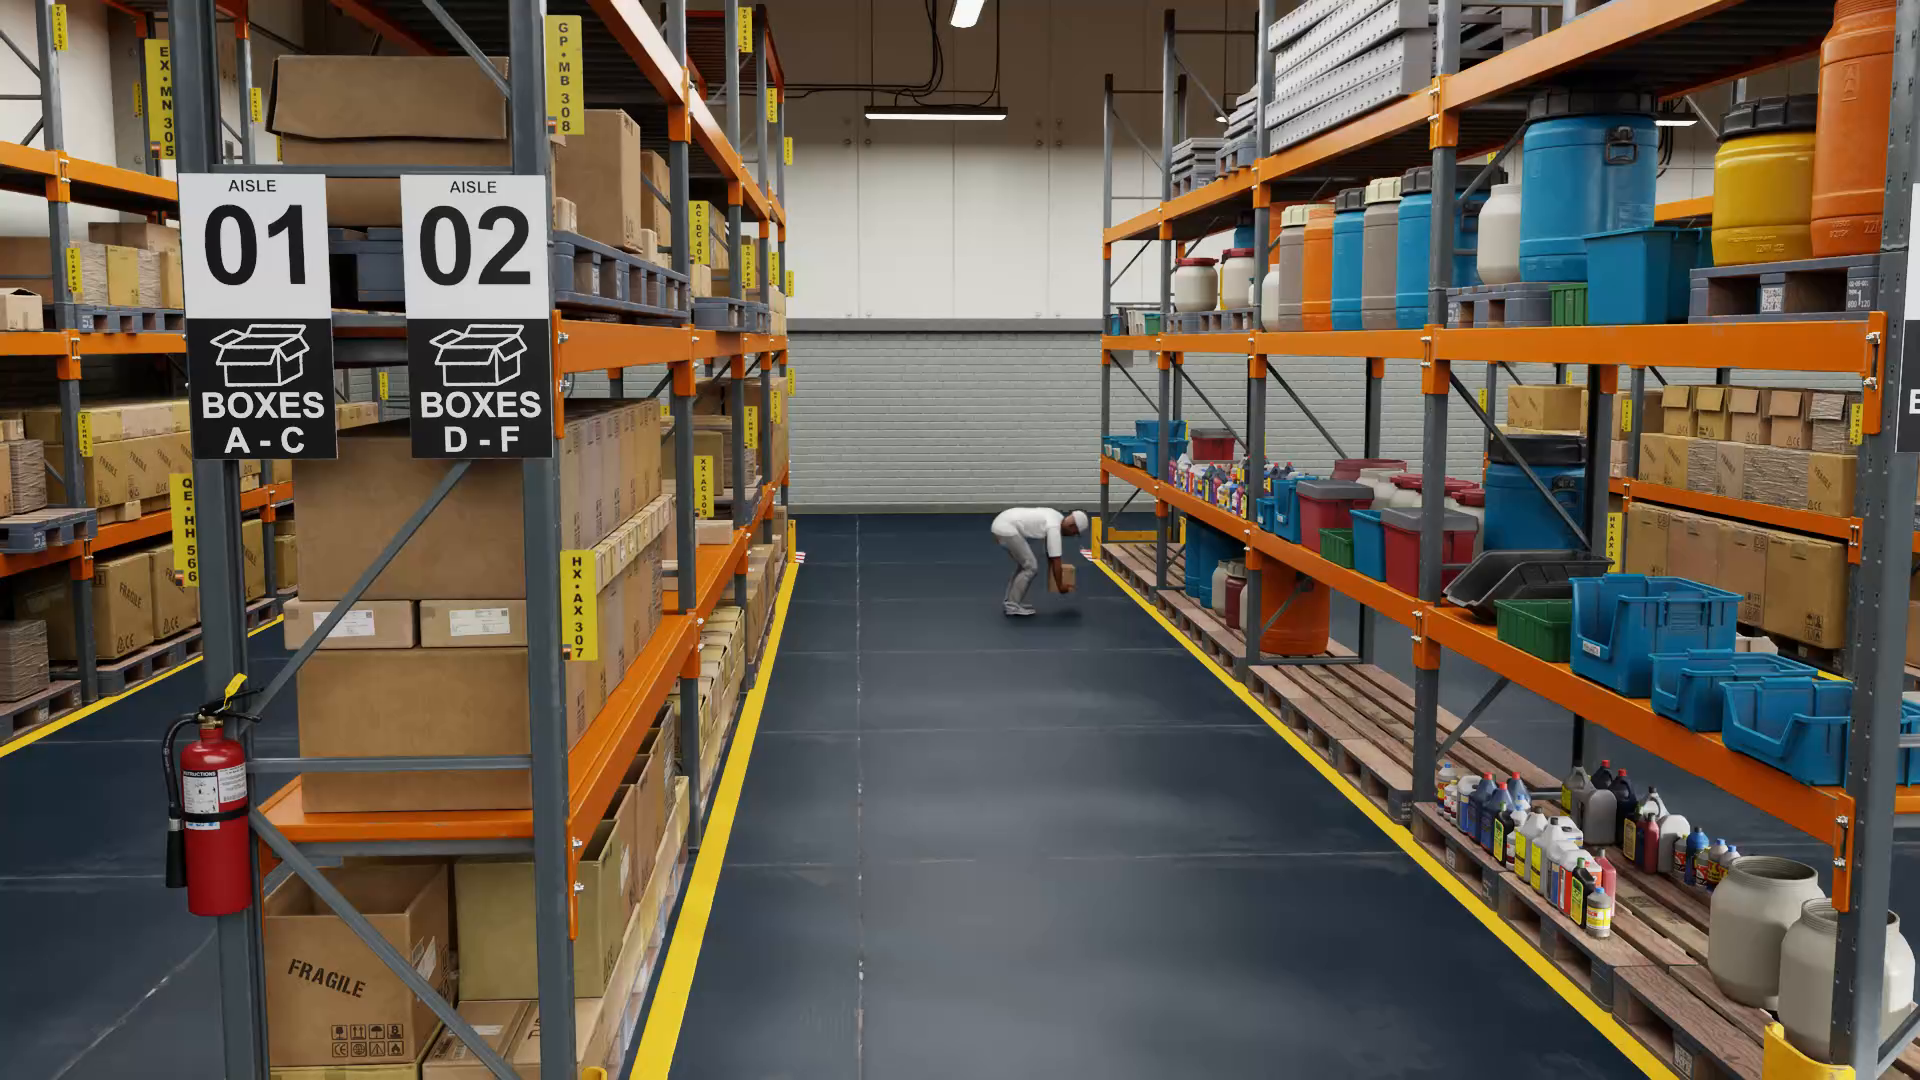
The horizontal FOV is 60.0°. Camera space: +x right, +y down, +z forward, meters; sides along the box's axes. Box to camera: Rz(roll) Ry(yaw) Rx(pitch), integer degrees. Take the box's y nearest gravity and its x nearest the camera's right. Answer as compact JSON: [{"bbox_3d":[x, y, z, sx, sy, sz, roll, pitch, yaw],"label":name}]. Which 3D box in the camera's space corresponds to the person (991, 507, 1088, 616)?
[{"bbox_3d":[0.810,0.203,16.833,0.982,1.076,0.482,-1,7,-6],"label":"person"}]
